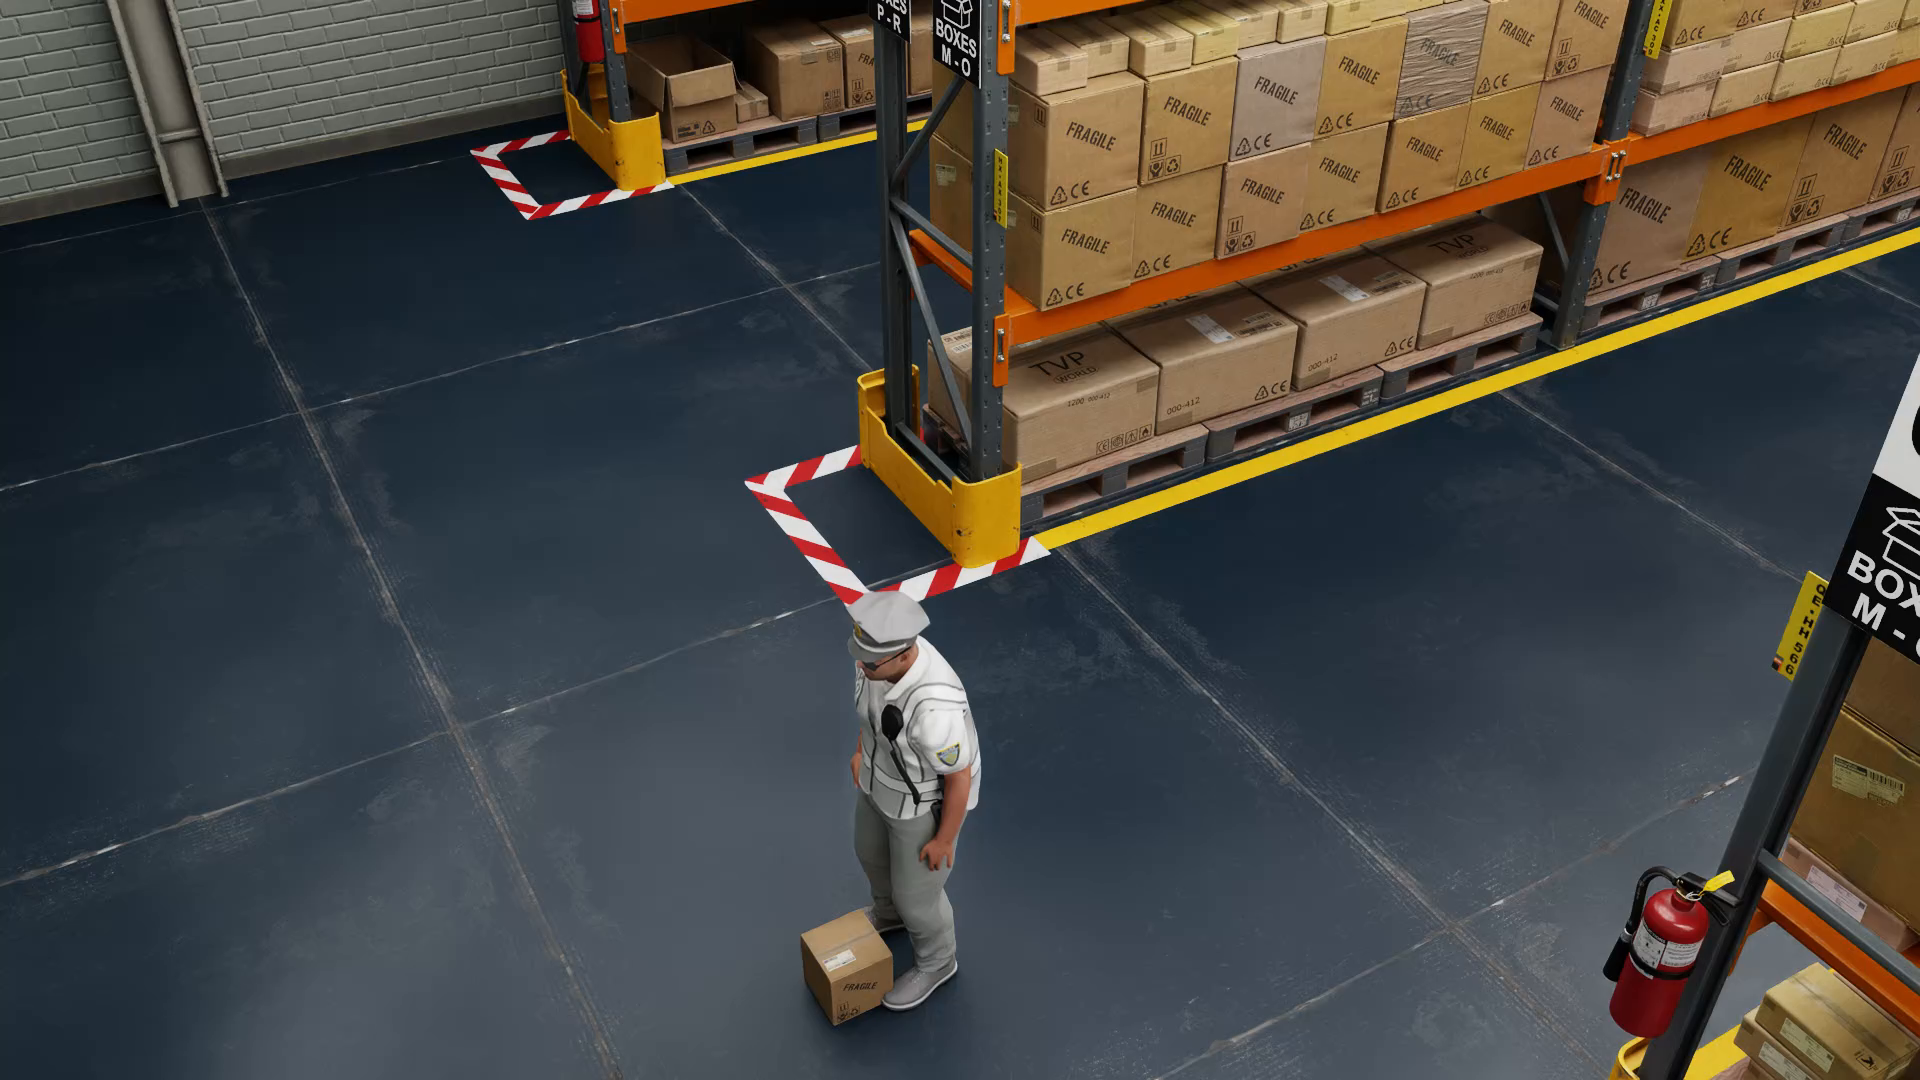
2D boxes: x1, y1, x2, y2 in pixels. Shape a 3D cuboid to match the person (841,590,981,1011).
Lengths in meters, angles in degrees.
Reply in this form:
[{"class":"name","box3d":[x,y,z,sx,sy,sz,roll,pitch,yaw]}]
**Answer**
[{"class":"person","box3d":[-0.172,0.871,5.750,0.436,1.746,0.589,-21,41,-26]}]
